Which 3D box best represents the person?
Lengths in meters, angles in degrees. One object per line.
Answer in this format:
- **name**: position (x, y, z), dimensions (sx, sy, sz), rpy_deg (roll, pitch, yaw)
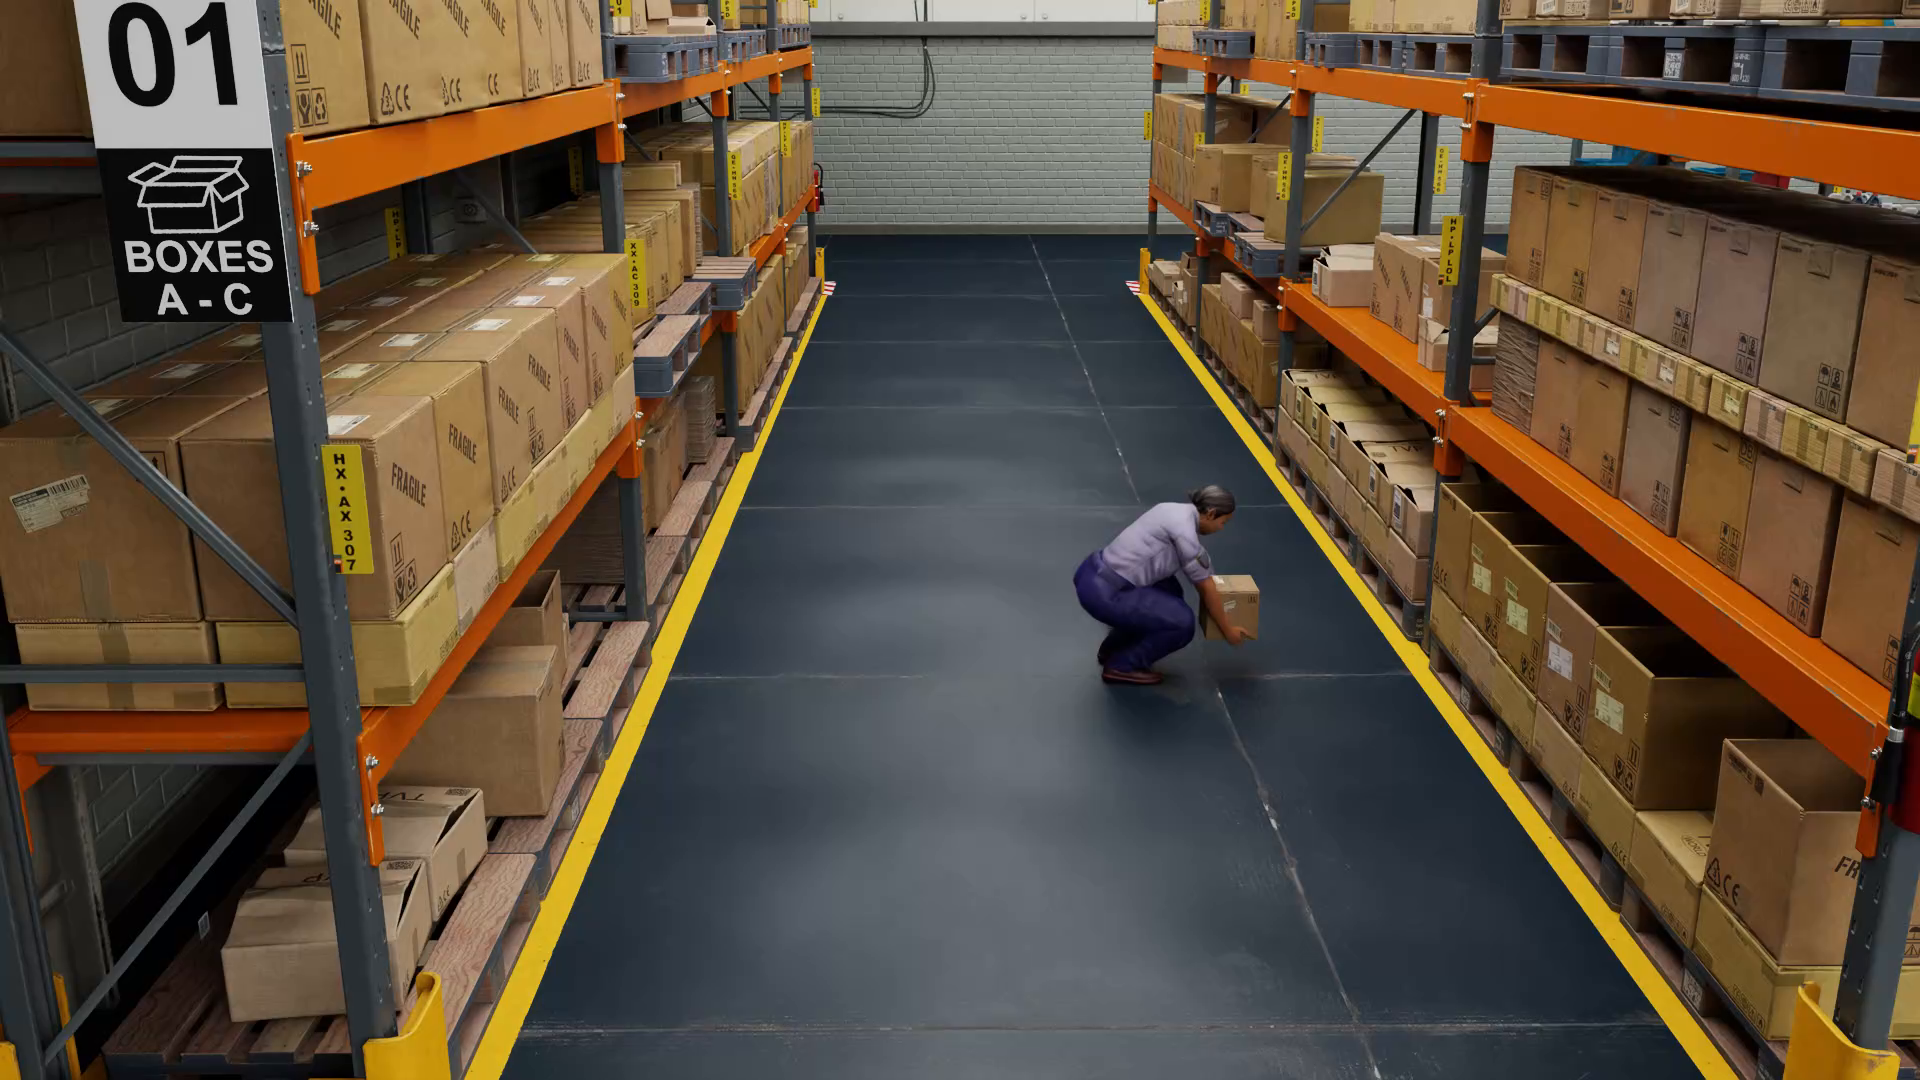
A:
- **person**: position (0.985, 0.204, 8.138), dimensions (0.854, 0.938, 0.510), rpy_deg (-1, 17, -2)
